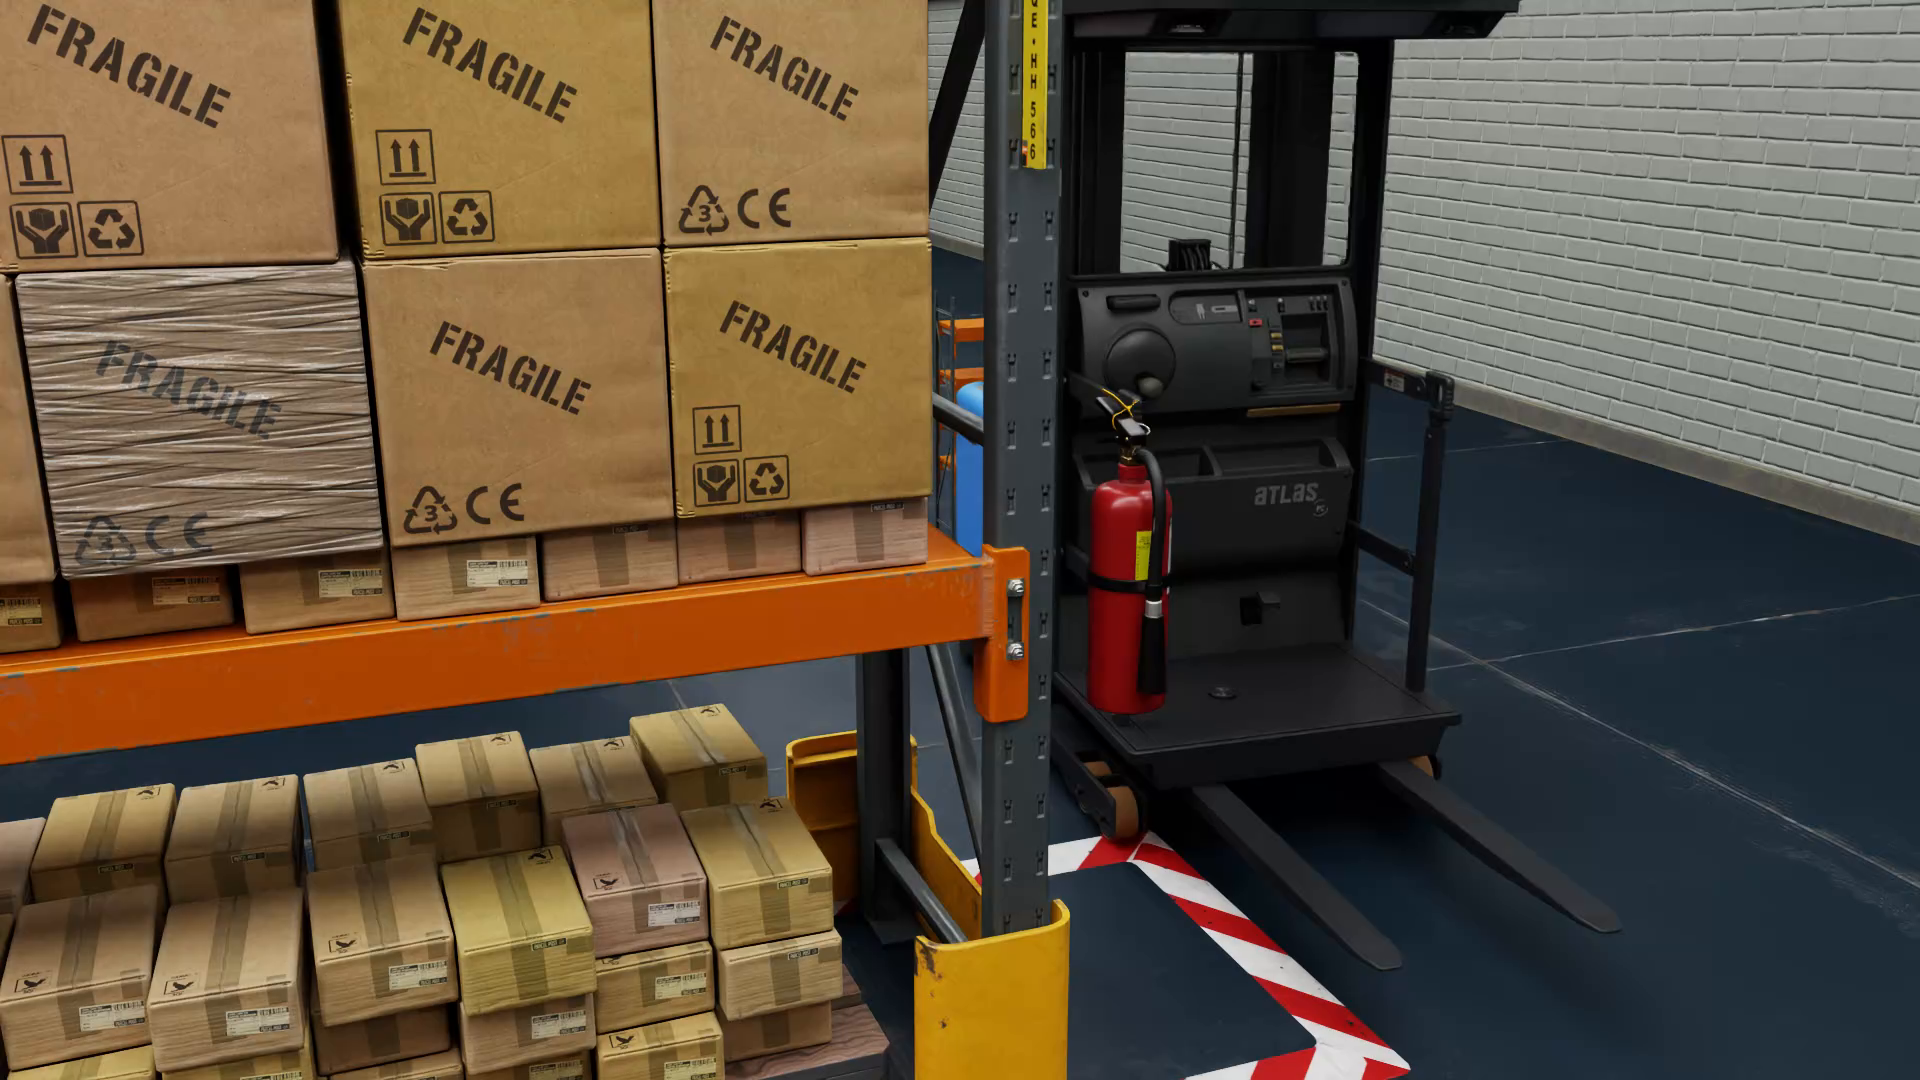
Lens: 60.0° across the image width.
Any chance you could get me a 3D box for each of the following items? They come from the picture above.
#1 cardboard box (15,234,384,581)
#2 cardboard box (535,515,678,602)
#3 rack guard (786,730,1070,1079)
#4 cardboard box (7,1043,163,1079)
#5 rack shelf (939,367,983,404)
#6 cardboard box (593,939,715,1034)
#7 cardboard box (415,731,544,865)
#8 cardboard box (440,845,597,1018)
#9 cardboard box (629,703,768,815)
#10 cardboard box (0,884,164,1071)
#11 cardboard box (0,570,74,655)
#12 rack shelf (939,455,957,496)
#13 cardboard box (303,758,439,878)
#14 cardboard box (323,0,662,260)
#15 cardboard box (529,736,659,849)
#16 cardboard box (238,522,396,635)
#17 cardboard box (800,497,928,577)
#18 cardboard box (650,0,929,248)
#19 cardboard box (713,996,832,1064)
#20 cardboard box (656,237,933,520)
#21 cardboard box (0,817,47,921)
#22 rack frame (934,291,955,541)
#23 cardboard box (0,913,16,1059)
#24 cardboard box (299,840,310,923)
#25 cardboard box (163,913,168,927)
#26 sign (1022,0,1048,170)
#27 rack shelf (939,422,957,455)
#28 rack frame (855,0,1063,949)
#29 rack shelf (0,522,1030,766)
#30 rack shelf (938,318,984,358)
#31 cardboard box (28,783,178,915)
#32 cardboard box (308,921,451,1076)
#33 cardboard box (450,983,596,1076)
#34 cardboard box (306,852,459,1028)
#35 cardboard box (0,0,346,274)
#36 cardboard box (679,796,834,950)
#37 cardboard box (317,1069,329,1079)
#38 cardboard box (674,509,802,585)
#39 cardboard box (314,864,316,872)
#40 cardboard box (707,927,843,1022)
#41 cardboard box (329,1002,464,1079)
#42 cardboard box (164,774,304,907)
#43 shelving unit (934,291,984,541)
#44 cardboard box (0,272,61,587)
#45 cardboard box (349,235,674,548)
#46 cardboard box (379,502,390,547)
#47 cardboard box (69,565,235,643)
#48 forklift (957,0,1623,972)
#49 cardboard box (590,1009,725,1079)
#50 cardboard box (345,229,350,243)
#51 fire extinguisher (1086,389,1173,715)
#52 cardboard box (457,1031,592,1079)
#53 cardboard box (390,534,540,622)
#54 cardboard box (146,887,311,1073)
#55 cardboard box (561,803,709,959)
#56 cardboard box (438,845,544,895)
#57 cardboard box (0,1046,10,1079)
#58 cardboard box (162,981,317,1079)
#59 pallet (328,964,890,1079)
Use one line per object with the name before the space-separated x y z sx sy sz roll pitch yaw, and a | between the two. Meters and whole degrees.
cardboard box | -1.323 -0.261 2.958 0.500 0.500 0.500 -6 17 -20
cardboard box | -0.720 -0.015 3.273 0.250 0.149 0.380 -6 18 -21
rack guard | -0.114 0.919 4.080 0.348 0.500 1.175 -6 17 -20
cardboard box | -1.643 0.994 3.177 0.250 0.149 0.380 -5 17 -17
rack shelf | 0.155 -0.742 7.942 0.480 0.148 0.258 -6 17 -20
cardboard box | -0.697 0.876 3.576 0.250 0.149 0.380 -7 18 -21
cardboard box | -1.149 0.608 3.963 0.250 0.149 0.380 -6 17 -20
cardboard box | -0.898 0.783 3.367 0.250 0.149 0.380 -7 18 -21
cardboard box | -0.654 0.557 4.137 0.250 0.149 0.380 -7 18 -23
cardboard box | -1.679 0.832 3.201 0.250 0.149 0.380 -7 18 -22
cardboard box | -1.722 0.078 2.955 0.250 0.149 0.380 -6 17 -19
rack shelf | 0.155 -0.337 8.061 0.480 0.148 0.258 -6 17 -20
cardboard box | -1.351 0.655 3.804 0.250 0.149 0.380 -7 18 -23
cardboard box | -0.854 -0.795 3.003 0.500 0.500 0.500 -7 18 -22
cardboard box | -0.868 0.616 3.935 0.250 0.149 0.380 -6 17 -19
cardboard box | -1.207 0.035 3.100 0.250 0.149 0.380 -7 18 -23
cardboard box | -0.246 -0.060 3.424 0.250 0.149 0.380 -6 17 -20
cardboard box | -0.381 -0.847 3.177 0.500 0.500 0.500 -7 18 -21
cardboard box | -0.460 0.987 3.729 0.250 0.149 0.380 -6 17 -19
cardboard box | -0.370 -0.365 3.313 0.500 0.500 0.500 -6 17 -19
cardboard box | -2.076 0.745 3.496 0.250 0.149 0.380 -6 17 -20
rack frame | -0.073 -0.568 7.902 0.015 1.200 0.240 -6 17 -20
cardboard box | -1.914 0.865 3.086 0.250 0.149 0.380 -6 17 -20
cardboard box | -1.589 0.831 3.731 0.250 0.149 0.380 -7 18 -23
cardboard box | -1.827 0.869 3.601 0.250 0.149 0.380 -5 17 -17
sign | 0.137 -0.847 3.042 0.005 0.325 0.100 -6 17 -20
rack shelf | 0.155 -0.528 8.005 0.480 0.148 0.258 -6 17 -20
rack frame | -0.043 -0.288 3.754 0.127 3.000 1.000 -6 17 -20
rack shelf | -1.910 0.259 3.169 4.000 0.370 1.077 -6 17 -20
rack shelf | 0.155 -0.969 7.875 0.480 0.148 0.258 -6 17 -20
cardboard box | -1.875 0.695 3.668 0.250 0.149 0.380 -6 17 -19
cardboard box | -1.206 0.917 3.438 0.250 0.149 0.380 -6 18 -21
cardboard box | -0.918 0.917 3.438 0.250 0.149 0.380 -7 18 -22
cardboard box | -1.162 0.792 3.334 0.250 0.149 0.380 -7 18 -22
cardboard box | -1.337 -0.741 2.817 0.500 0.500 0.500 -5 17 -17
cardboard box | -0.446 0.713 3.604 0.250 0.149 0.380 -6 17 -19
cardboard box | -1.383 1.114 3.296 0.250 0.149 0.380 -7 18 -23
cardboard box | -0.492 -0.045 3.373 0.250 0.149 0.380 -6 17 -20
cardboard box | -1.375 0.779 3.907 0.250 0.149 0.380 -6 17 -18
cardboard box | -0.433 0.864 3.618 0.250 0.149 0.380 -7 18 -22
cardboard box | -1.167 1.072 3.440 0.250 0.149 0.380 -6 17 -20
cardboard box | -1.613 0.680 3.717 0.250 0.149 0.380 -5 17 -18
shelving unit | 0.155 -0.592 7.986 0.503 1.200 0.258 -6 17 -20
cardboard box | -1.792 -0.214 2.796 0.500 0.500 0.500 -5 17 -17
cardboard box | -0.853 -0.315 3.141 0.500 0.500 0.500 -6 18 -21
cardboard box | -1.149 -0.109 3.591 0.250 0.149 0.380 -5 17 -17
cardboard box | -1.480 0.047 3.061 0.250 0.149 0.380 -7 18 -22
forklift | 0.876 -0.623 5.019 1.130 2.935 3.031 -5 17 -16
cardboard box | -0.664 1.039 3.550 0.250 0.149 0.380 -6 17 -18
cardboard box | -1.052 -0.445 3.585 0.500 0.500 0.500 -6 17 -20
fire extinguisher | 0.358 0.024 3.491 0.183 0.674 0.296 -6 17 -20
cardboard box | -0.941 1.043 3.537 0.250 0.149 0.380 -6 17 -20
cardboard box | -0.950 0.016 3.165 0.250 0.149 0.380 -6 17 -19
cardboard box | -1.393 0.834 3.192 0.250 0.149 0.380 -5 17 -18
cardboard box | -0.702 0.724 3.569 0.250 0.149 0.380 -6 17 -19
cardboard box | -1.097 0.782 3.898 0.250 0.149 0.380 -6 17 -19
cardboard box | -1.890 1.029 3.058 0.250 0.149 0.380 -6 17 -20
cardboard box | -1.397 0.973 3.249 0.250 0.149 0.380 -6 17 -19
pallet | -0.885 1.131 3.874 1.213 0.211 1.003 -6 17 -20
